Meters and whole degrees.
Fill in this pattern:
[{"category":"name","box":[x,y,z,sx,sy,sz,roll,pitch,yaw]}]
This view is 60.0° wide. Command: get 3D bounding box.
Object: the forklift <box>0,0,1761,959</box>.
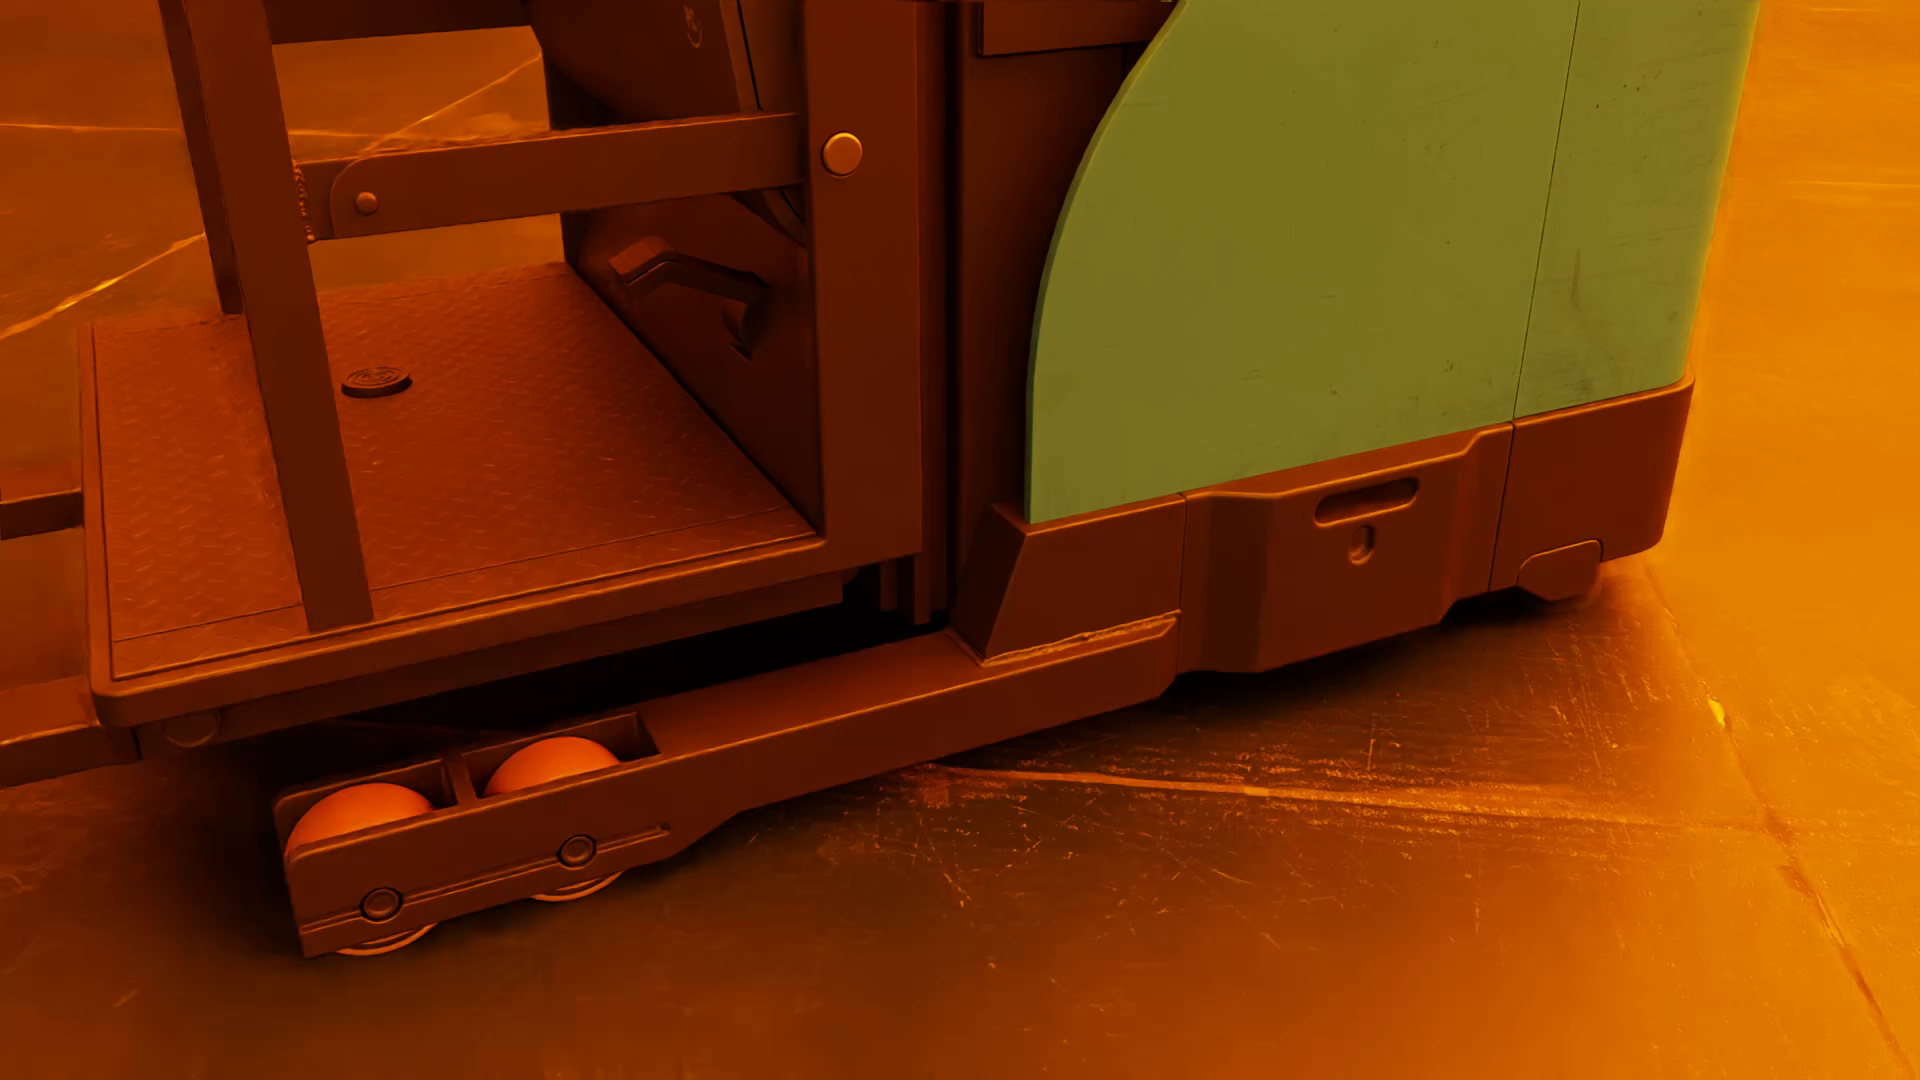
[{"category":"forklift","box":[-0.554,-1.166,1.553,3.031,2.935,1.130,-12,29,-23]}]
